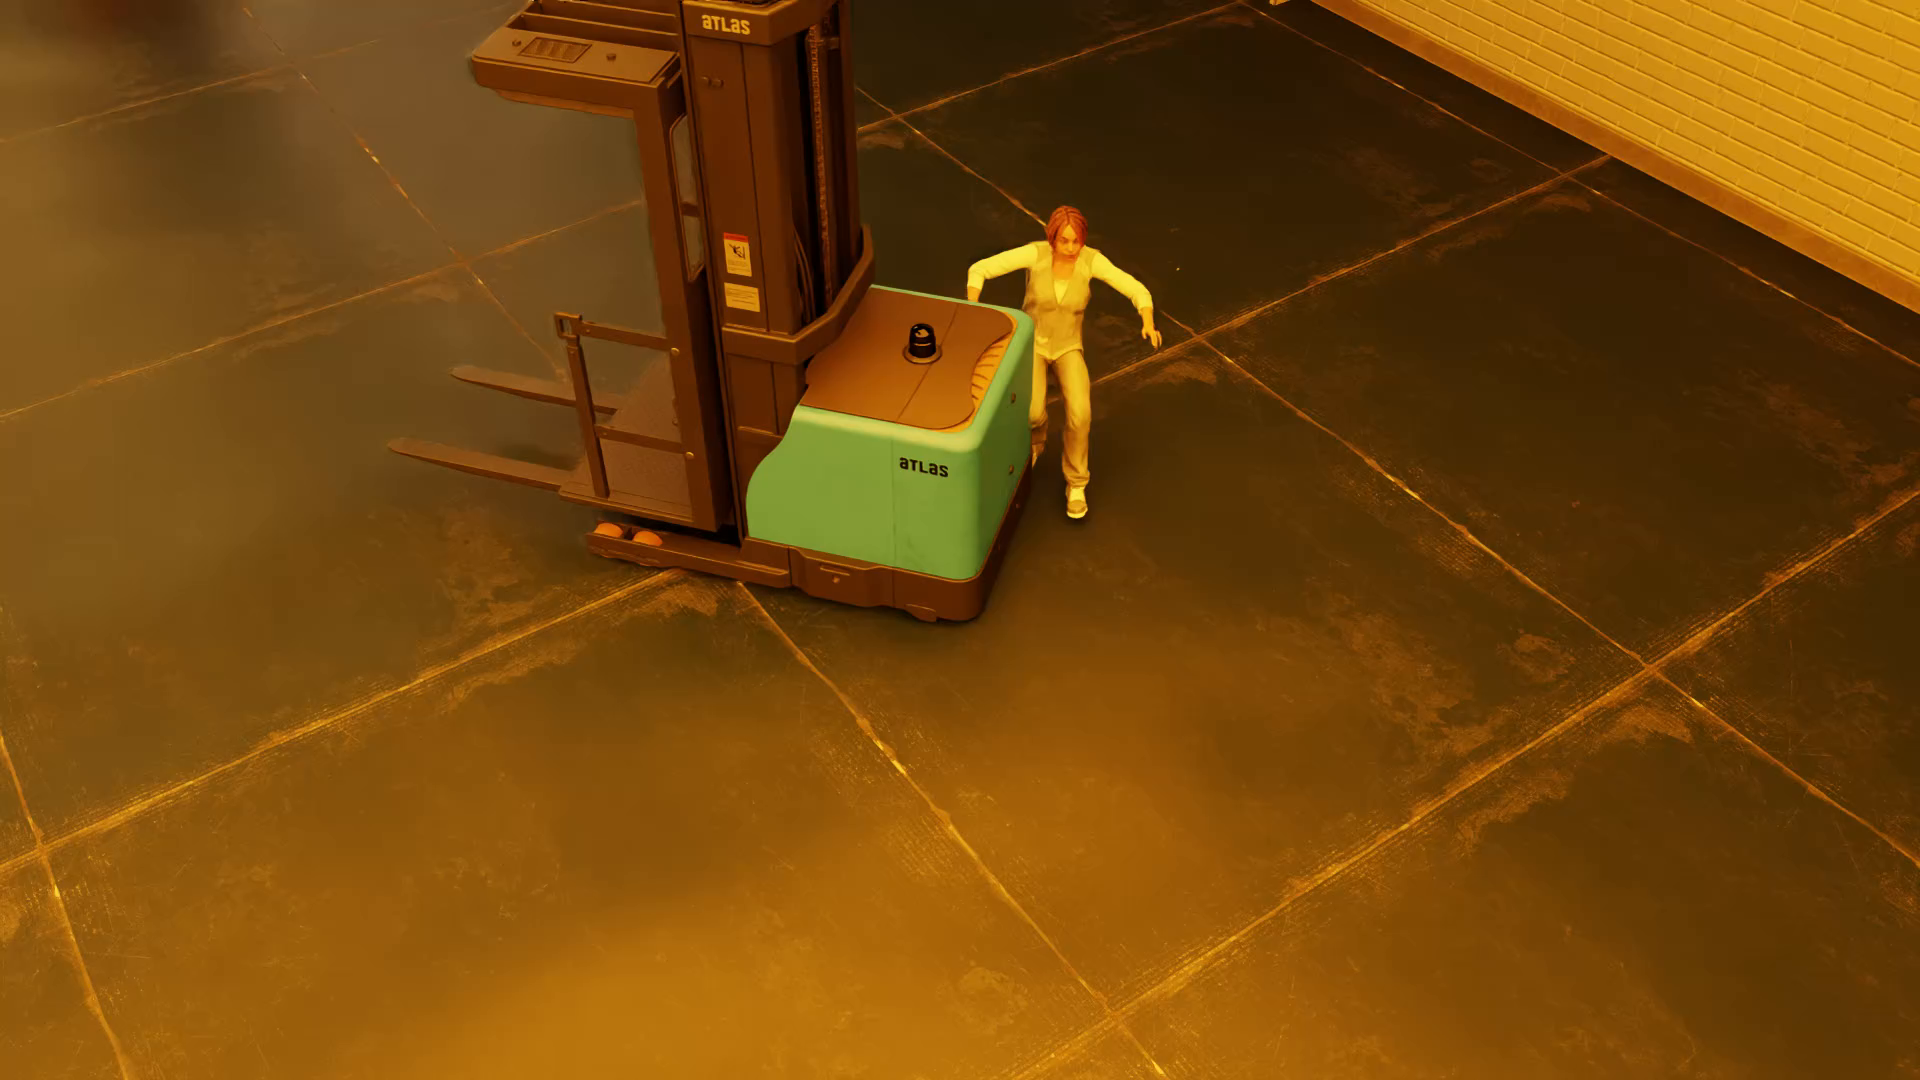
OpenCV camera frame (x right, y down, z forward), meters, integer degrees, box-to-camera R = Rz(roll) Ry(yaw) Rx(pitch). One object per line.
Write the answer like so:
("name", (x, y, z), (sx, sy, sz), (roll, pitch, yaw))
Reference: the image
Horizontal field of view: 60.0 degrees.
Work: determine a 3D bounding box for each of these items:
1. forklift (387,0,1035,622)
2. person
("forklift", (-1.229, -1.285, 7.109), (3.031, 2.935, 1.130), (12, 44, 12))
("person", (0.437, -0.819, 7.695), (0.906, 1.354, 0.752), (-6, 43, -7))
